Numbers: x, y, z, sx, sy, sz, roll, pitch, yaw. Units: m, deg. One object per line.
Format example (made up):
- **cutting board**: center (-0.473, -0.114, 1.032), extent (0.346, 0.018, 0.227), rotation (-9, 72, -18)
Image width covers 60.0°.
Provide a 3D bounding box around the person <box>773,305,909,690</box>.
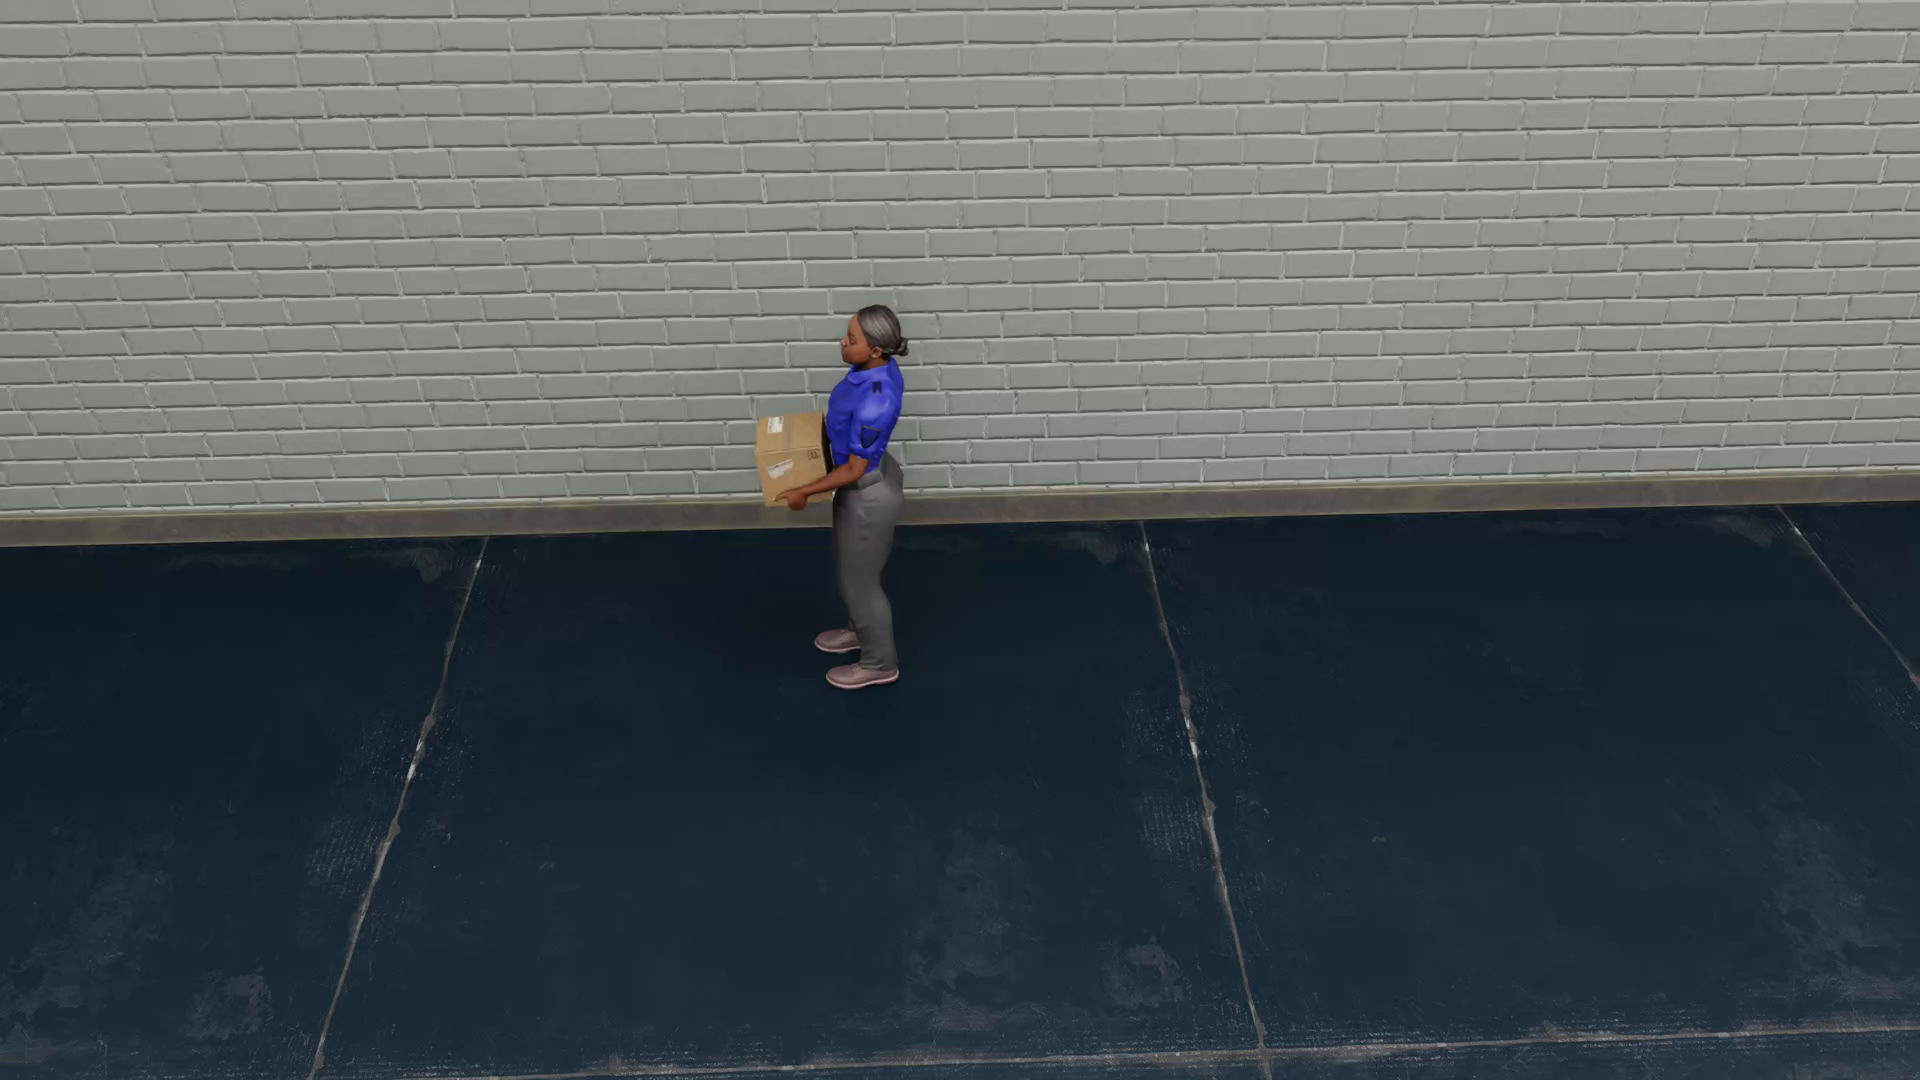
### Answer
- **person**: center (-0.445, -0.164, 6.389), extent (0.521, 1.645, 0.449), rotation (-1, 35, -2)
